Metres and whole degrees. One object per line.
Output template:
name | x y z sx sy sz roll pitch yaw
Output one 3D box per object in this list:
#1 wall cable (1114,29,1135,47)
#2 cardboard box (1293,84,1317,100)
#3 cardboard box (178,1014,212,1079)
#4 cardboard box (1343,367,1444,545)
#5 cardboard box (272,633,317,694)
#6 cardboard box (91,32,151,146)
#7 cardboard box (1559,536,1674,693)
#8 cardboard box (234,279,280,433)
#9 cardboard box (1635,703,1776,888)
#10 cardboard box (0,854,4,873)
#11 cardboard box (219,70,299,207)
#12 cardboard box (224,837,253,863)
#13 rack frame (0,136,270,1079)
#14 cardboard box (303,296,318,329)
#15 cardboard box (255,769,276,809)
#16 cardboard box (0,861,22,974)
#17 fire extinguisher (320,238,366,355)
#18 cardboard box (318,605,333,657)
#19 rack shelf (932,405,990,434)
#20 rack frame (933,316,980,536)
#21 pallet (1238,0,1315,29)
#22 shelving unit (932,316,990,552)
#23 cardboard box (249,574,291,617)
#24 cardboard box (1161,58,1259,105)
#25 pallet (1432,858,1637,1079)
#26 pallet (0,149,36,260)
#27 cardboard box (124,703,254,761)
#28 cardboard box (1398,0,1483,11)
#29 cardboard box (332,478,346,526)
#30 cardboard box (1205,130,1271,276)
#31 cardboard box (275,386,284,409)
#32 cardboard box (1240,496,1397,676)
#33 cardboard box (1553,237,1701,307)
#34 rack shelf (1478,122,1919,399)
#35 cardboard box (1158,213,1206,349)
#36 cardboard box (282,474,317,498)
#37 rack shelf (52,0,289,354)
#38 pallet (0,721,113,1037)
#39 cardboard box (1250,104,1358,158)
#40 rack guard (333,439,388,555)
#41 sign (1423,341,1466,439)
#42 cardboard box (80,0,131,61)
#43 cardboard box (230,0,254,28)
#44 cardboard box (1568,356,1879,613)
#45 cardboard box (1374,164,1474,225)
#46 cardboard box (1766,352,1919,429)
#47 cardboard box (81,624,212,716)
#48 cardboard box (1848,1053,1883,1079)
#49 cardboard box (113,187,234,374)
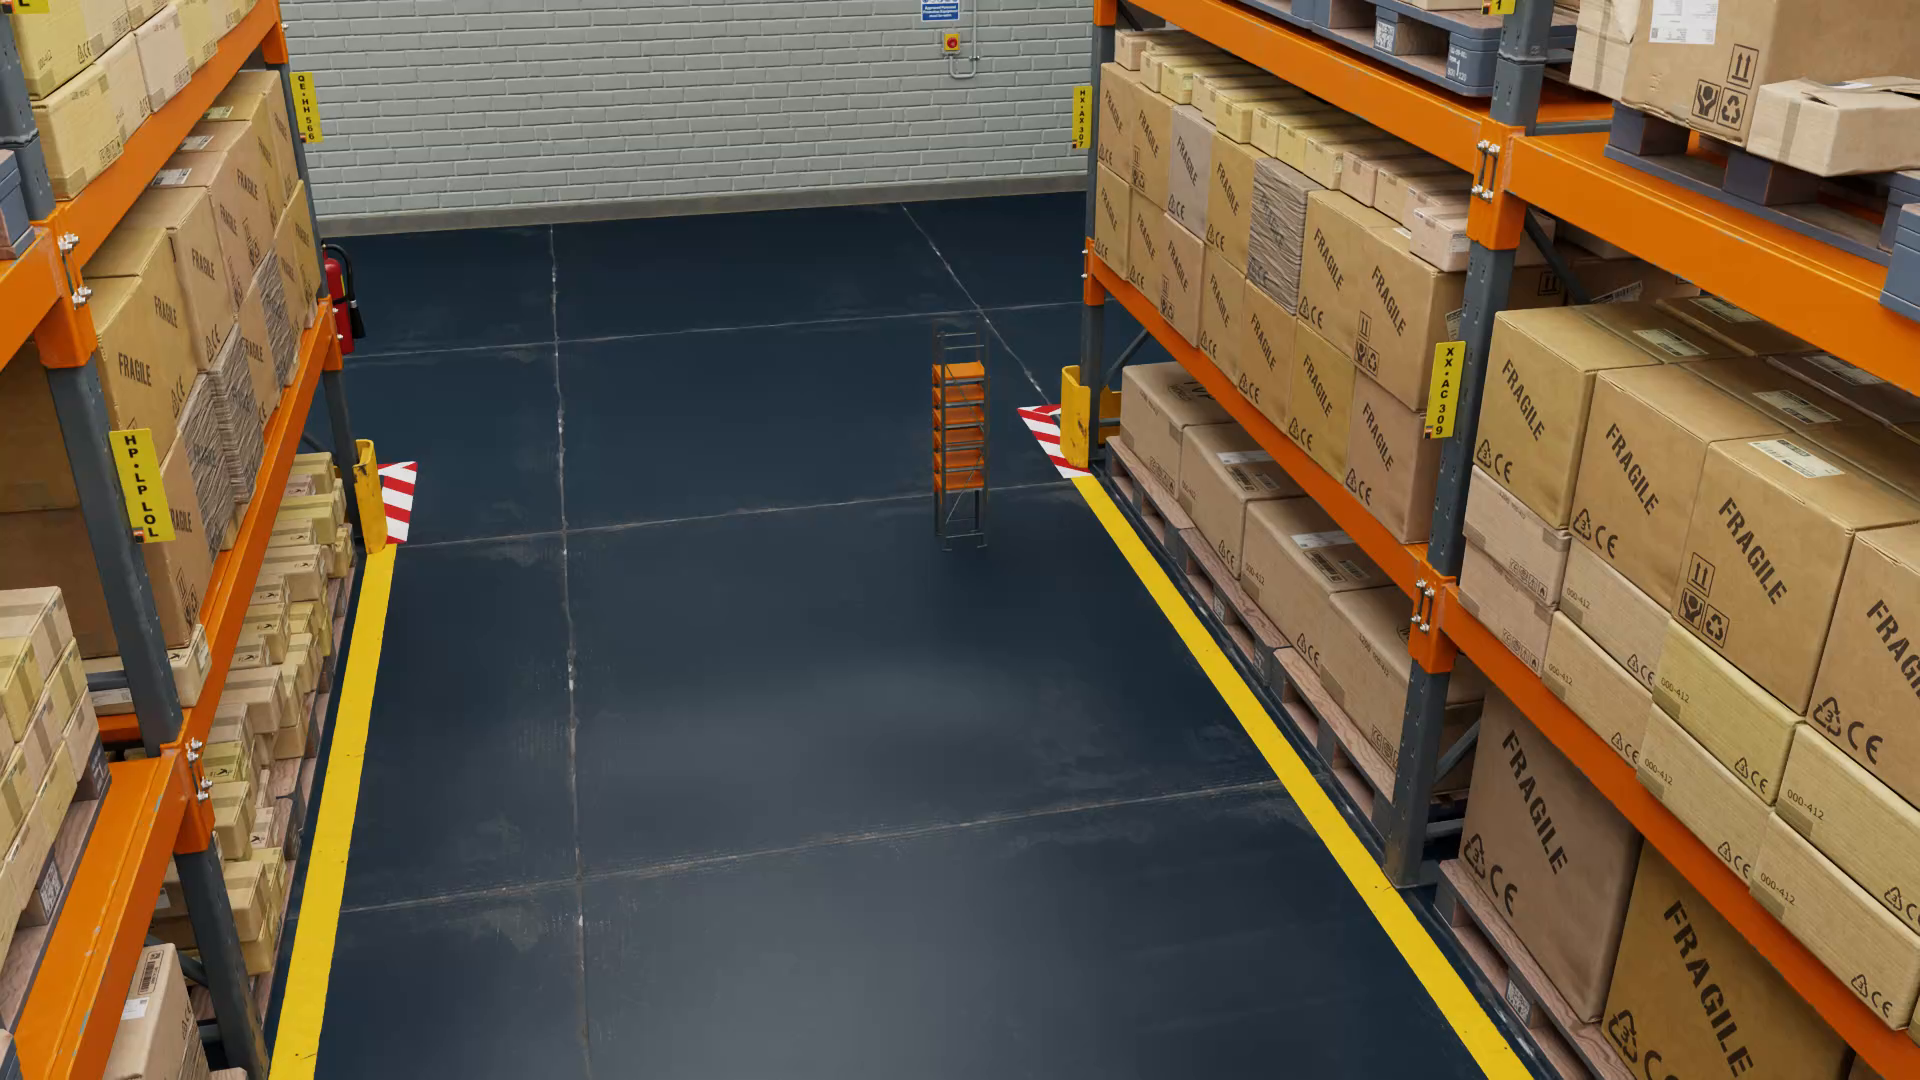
wall cable | 1.274 -4.945 14.090 0.588 1.984 0.122 -6 27 -12
cardboard box | 1.692 -2.062 7.566 0.380 0.149 0.250 -6 27 -12
cardboard box | -2.298 1.662 4.437 0.500 0.500 0.500 -6 27 -13
cardboard box | 1.737 -0.335 5.975 0.500 0.500 0.500 -6 27 -11
cardboard box | -2.837 0.520 6.760 0.380 0.149 0.250 -6 27 -11
cardboard box | -2.679 -1.287 4.809 0.500 0.250 0.500 -6 27 -12
cardboard box | 2.059 0.178 4.679 0.500 0.250 0.500 -6 27 -11
cardboard box | -2.922 -0.660 6.288 0.500 0.500 0.500 -5 27 -9
cardboard box | 2.150 0.627 4.344 0.500 0.250 0.500 -6 27 -12
cardboard box | -2.248 0.725 3.468 0.380 0.149 0.250 -7 28 -13
cardboard box | -3.266 -1.770 7.378 0.500 0.500 0.500 -7 28 -13
cardboard box | -2.624 1.093 5.624 0.380 0.149 0.250 -6 27 -11
rack frame | -2.710 0.434 4.561 1.000 3.000 0.127 -6 27 -12
cardboard box | -3.262 -1.096 7.870 0.380 0.149 0.250 -6 27 -12
cardboard box | -2.751 1.000 6.138 0.380 0.149 0.250 -7 28 -13
cardboard box | -2.258 0.846 3.557 0.380 0.149 0.250 -7 28 -14
fire extinguisher | -3.218 -1.279 8.454 0.296 0.674 0.183 -6 27 -12
cardboard box | -2.970 0.413 7.301 0.380 0.149 0.250 -7 28 -14
rack shelf | 0.003 -0.597 8.433 0.258 0.103 0.180 -6 27 -12
rack frame | -0.017 -0.569 8.547 0.240 1.200 0.006 -6 27 -12
pallet | 1.644 -2.307 6.762 1.003 0.211 1.213 -6 27 -12
shelving unit | 0.003 -0.529 8.467 0.258 1.200 0.189 -6 27 -12
cardboard box | -2.999 0.280 6.903 0.380 0.149 0.250 -7 28 -13
cardboard box | 1.151 -2.118 7.678 0.380 0.149 0.250 -7 28 -13
pallet | 2.337 1.463 5.618 1.003 0.211 1.213 -6 27 -12
pallet | -2.674 -0.540 3.369 1.213 0.211 1.003 -6 27 -12
cardboard box | -2.776 0.736 6.000 0.380 0.149 0.250 -7 28 -13
cardboard box | 1.634 -1.872 5.374 0.396 0.266 0.258 -5 27 -10
cardboard box | -3.214 -0.167 8.120 0.380 0.149 0.250 -7 28 -13
cardboard box | 1.379 -1.450 7.074 0.500 0.500 0.500 -6 27 -11
cardboard box | -3.061 -0.646 6.979 0.380 0.149 0.250 -7 28 -14
cardboard box | 1.851 0.164 7.474 0.875 0.438 0.875 -7 28 -13
cardboard box | 2.219 -0.838 5.860 0.500 0.500 0.500 -6 27 -11
rack shelf | 2.541 -0.253 3.392 1.077 0.370 4.000 -6 27 -12
cardboard box | 1.255 -1.230 7.746 0.500 0.500 0.500 -6 27 -12
cardboard box | -3.244 -0.180 7.815 0.380 0.149 0.250 -5 27 -11
rack shelf | -3.161 -1.462 5.787 1.077 0.370 4.000 -6 27 -12
pallet | -2.679 0.870 3.911 1.003 0.211 1.213 -6 27 -12
cardboard box | 1.414 -1.671 6.790 0.380 0.149 0.250 -6 27 -12
rack guard | -3.594 -0.173 8.538 1.175 0.500 0.348 -6 27 -12
sign | 1.550 -0.478 5.319 0.100 0.325 0.005 -6 27 -12
cardboard box | -2.692 -1.516 4.708 0.500 0.250 0.500 -6 27 -12
cardboard box | -3.129 -2.198 6.614 0.500 0.250 0.500 -6 27 -12
cardboard box | 2.051 -0.161 4.520 0.500 0.500 0.500 -6 27 -12
cardboard box | 1.710 -1.234 5.925 0.380 0.149 0.250 -6 27 -12
cardboard box | 2.559 -0.207 4.611 0.500 0.500 0.500 -5 27 -11
cardboard box | -2.455 0.388 4.930 0.380 0.149 0.250 -5 27 -10
cardboard box | 2.720 1.700 3.944 0.875 0.875 0.875 -6 27 -11
cardboard box | -2.789 -0.863 5.580 0.500 0.500 0.500 -5 27 -11
